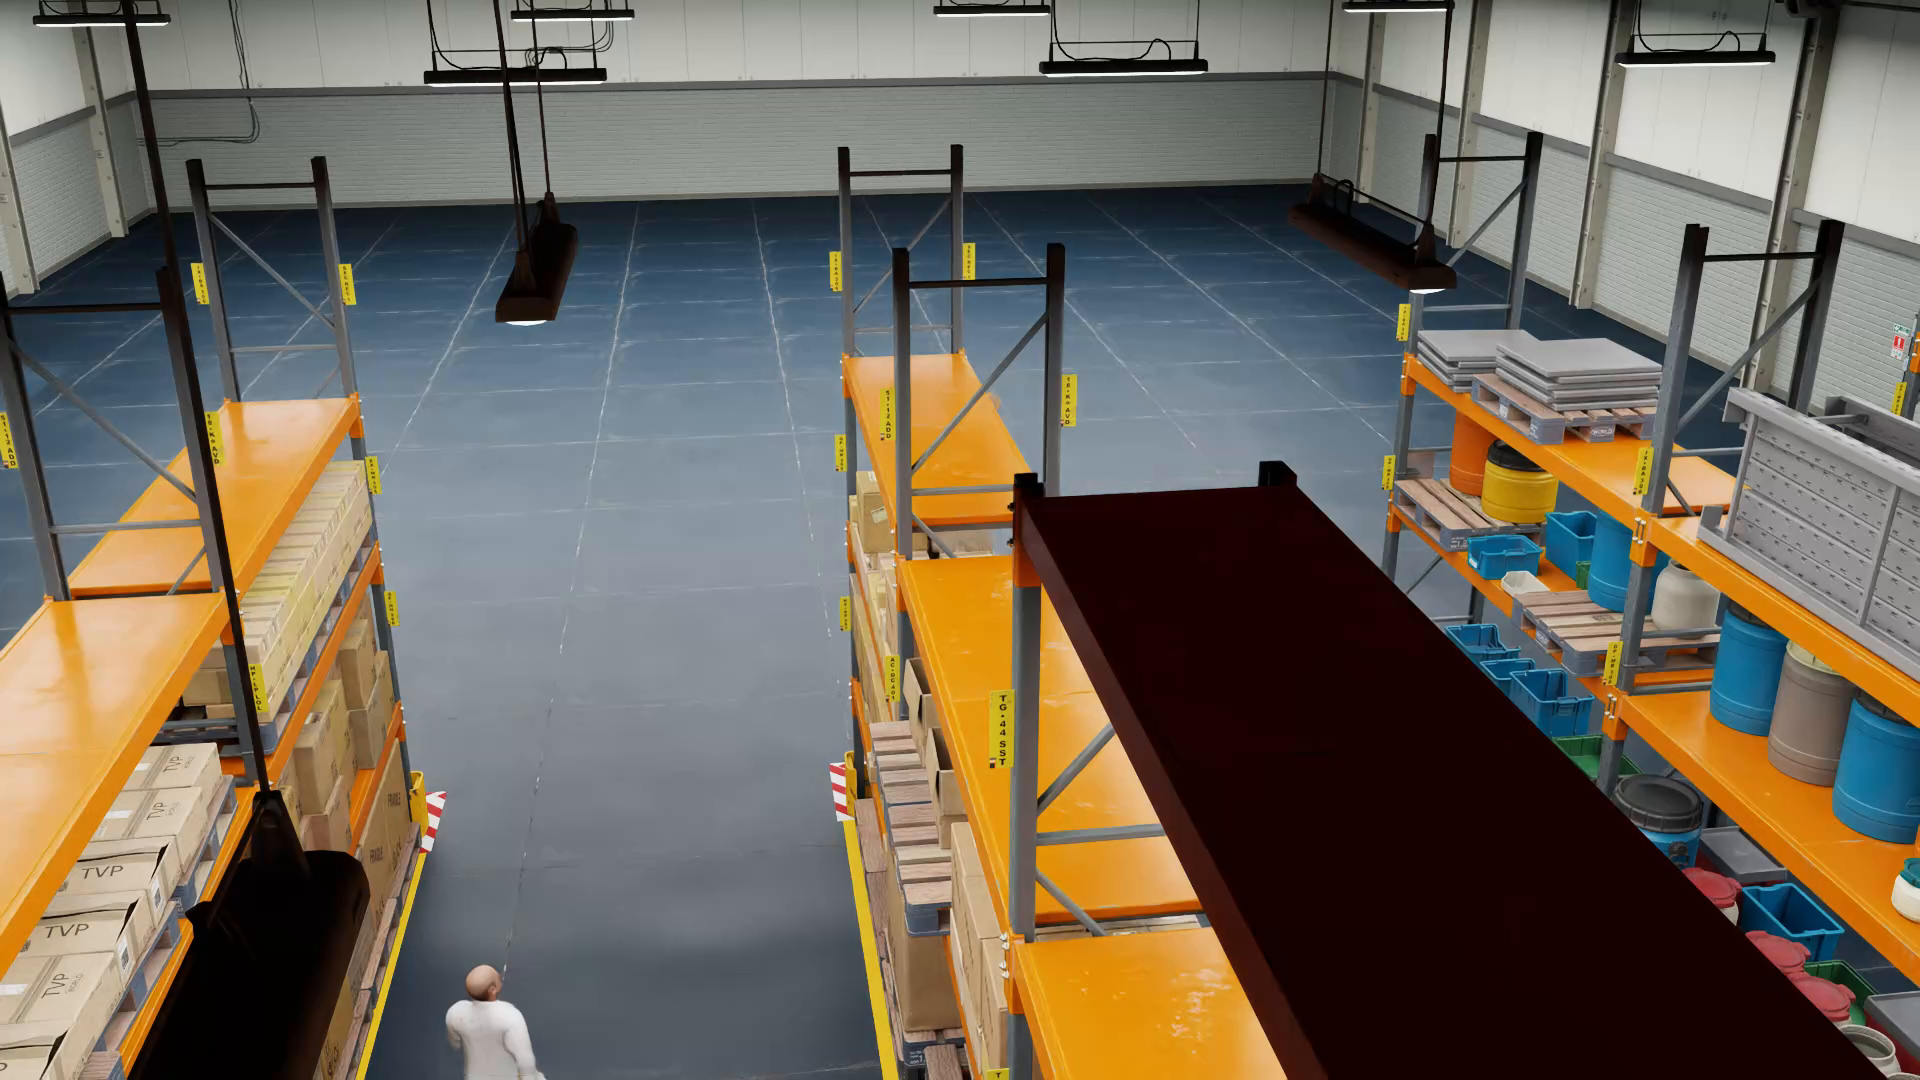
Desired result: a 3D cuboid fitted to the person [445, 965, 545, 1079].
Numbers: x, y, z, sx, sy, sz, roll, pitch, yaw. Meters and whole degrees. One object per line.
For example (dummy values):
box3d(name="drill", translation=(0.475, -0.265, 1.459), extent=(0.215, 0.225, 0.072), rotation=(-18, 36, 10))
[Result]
box3d(name="person", translation=(-2.937, 3.484, 10.595), extent=(0.600, 1.813, 0.942), rotation=(-3, 22, -6))
